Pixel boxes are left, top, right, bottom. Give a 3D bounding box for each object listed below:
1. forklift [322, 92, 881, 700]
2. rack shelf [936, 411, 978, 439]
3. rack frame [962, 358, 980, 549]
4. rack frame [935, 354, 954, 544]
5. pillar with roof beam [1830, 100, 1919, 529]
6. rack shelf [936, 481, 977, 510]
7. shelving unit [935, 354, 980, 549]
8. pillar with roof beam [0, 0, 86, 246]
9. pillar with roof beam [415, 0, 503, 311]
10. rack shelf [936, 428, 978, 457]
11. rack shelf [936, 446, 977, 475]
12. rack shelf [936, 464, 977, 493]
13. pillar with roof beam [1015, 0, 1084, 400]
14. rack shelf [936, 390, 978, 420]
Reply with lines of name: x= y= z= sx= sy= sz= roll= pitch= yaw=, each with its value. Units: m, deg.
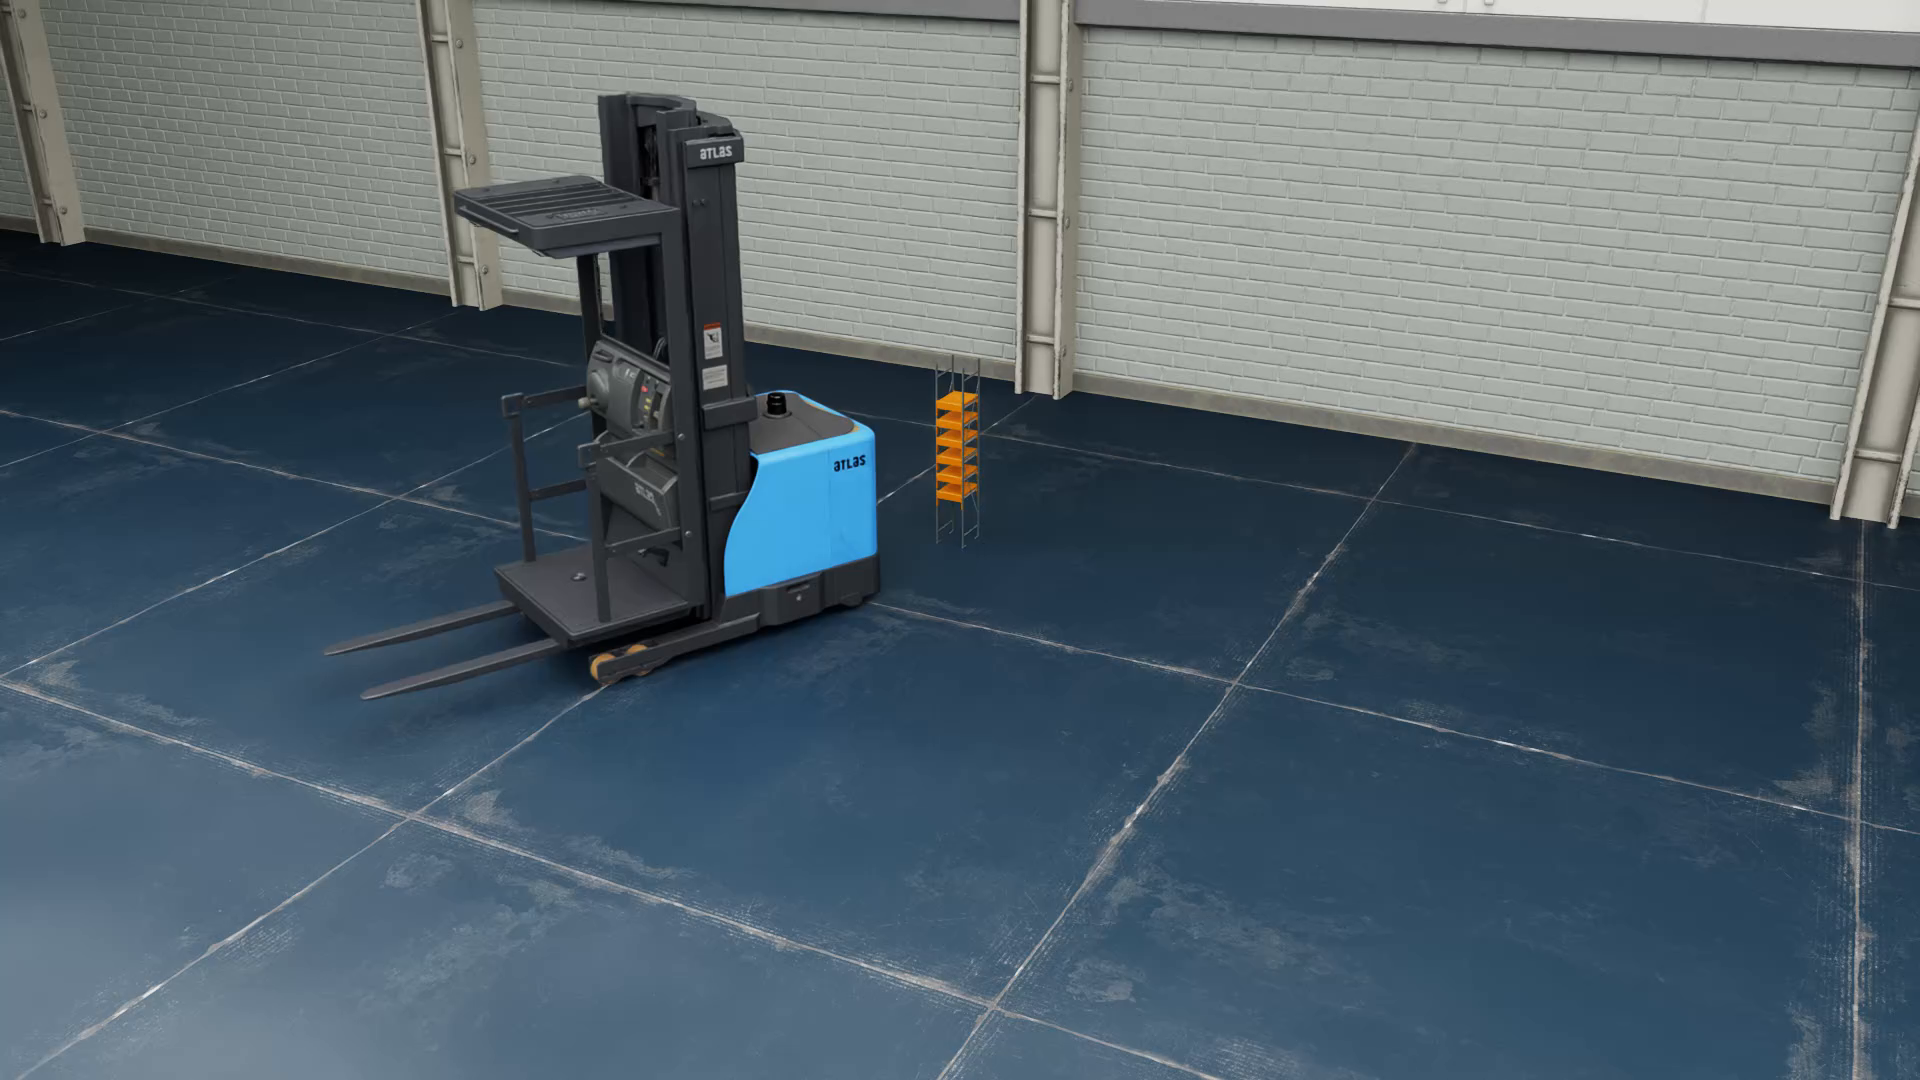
forklift: x=-1.960 y=-0.803 z=8.893 sx=3.031 sy=2.935 sz=1.130 roll=-16 pitch=28 yaw=-33
rack shelf: x=-0.013 y=-0.735 z=10.445 sx=0.180 sy=0.103 sz=0.258 roll=11 pitch=25 yaw=25
rack frame: x=0.069 y=-0.539 z=10.483 sx=0.006 sy=1.200 sz=0.240 roll=11 pitch=25 yaw=25
rack frame: x=-0.095 y=-0.571 z=10.559 sx=0.006 sy=1.200 sz=0.240 roll=11 pitch=25 yaw=25
pillar with roof beam: x=4.103 y=-2.799 z=5.832 sx=0.400 sy=9.000 sz=9.100 roll=11 pitch=25 yaw=25
rack shelf: x=-0.013 y=-0.293 z=10.633 sx=0.180 sy=0.103 sz=0.258 roll=11 pitch=25 yaw=25
shelving unit: x=-0.013 y=-0.555 z=10.521 sx=0.189 sy=1.200 sz=0.258 roll=11 pitch=25 yaw=25
pillar with roof beam: x=-11.961 y=-5.977 z=13.306 sx=0.400 sy=9.000 sz=9.100 roll=11 pitch=25 yaw=25
pillar with roof beam: x=-6.607 y=-4.918 z=10.815 sx=0.400 sy=9.000 sz=9.100 roll=11 pitch=25 yaw=25
rack shelf: x=-0.013 y=-0.624 z=10.492 sx=0.180 sy=0.103 sz=0.258 roll=11 pitch=25 yaw=25
rack shelf: x=-0.013 y=-0.514 z=10.539 sx=0.180 sy=0.103 sz=0.258 roll=11 pitch=25 yaw=25
rack shelf: x=-0.013 y=-0.403 z=10.586 sx=0.180 sy=0.103 sz=0.258 roll=11 pitch=25 yaw=25
pillar with roof beam: x=-1.252 y=-3.858 z=8.323 sx=0.400 sy=9.000 sz=9.100 roll=11 pitch=25 yaw=25
rack shelf: x=-0.013 y=-0.845 z=10.398 sx=0.180 sy=0.103 sz=0.258 roll=11 pitch=25 yaw=25
